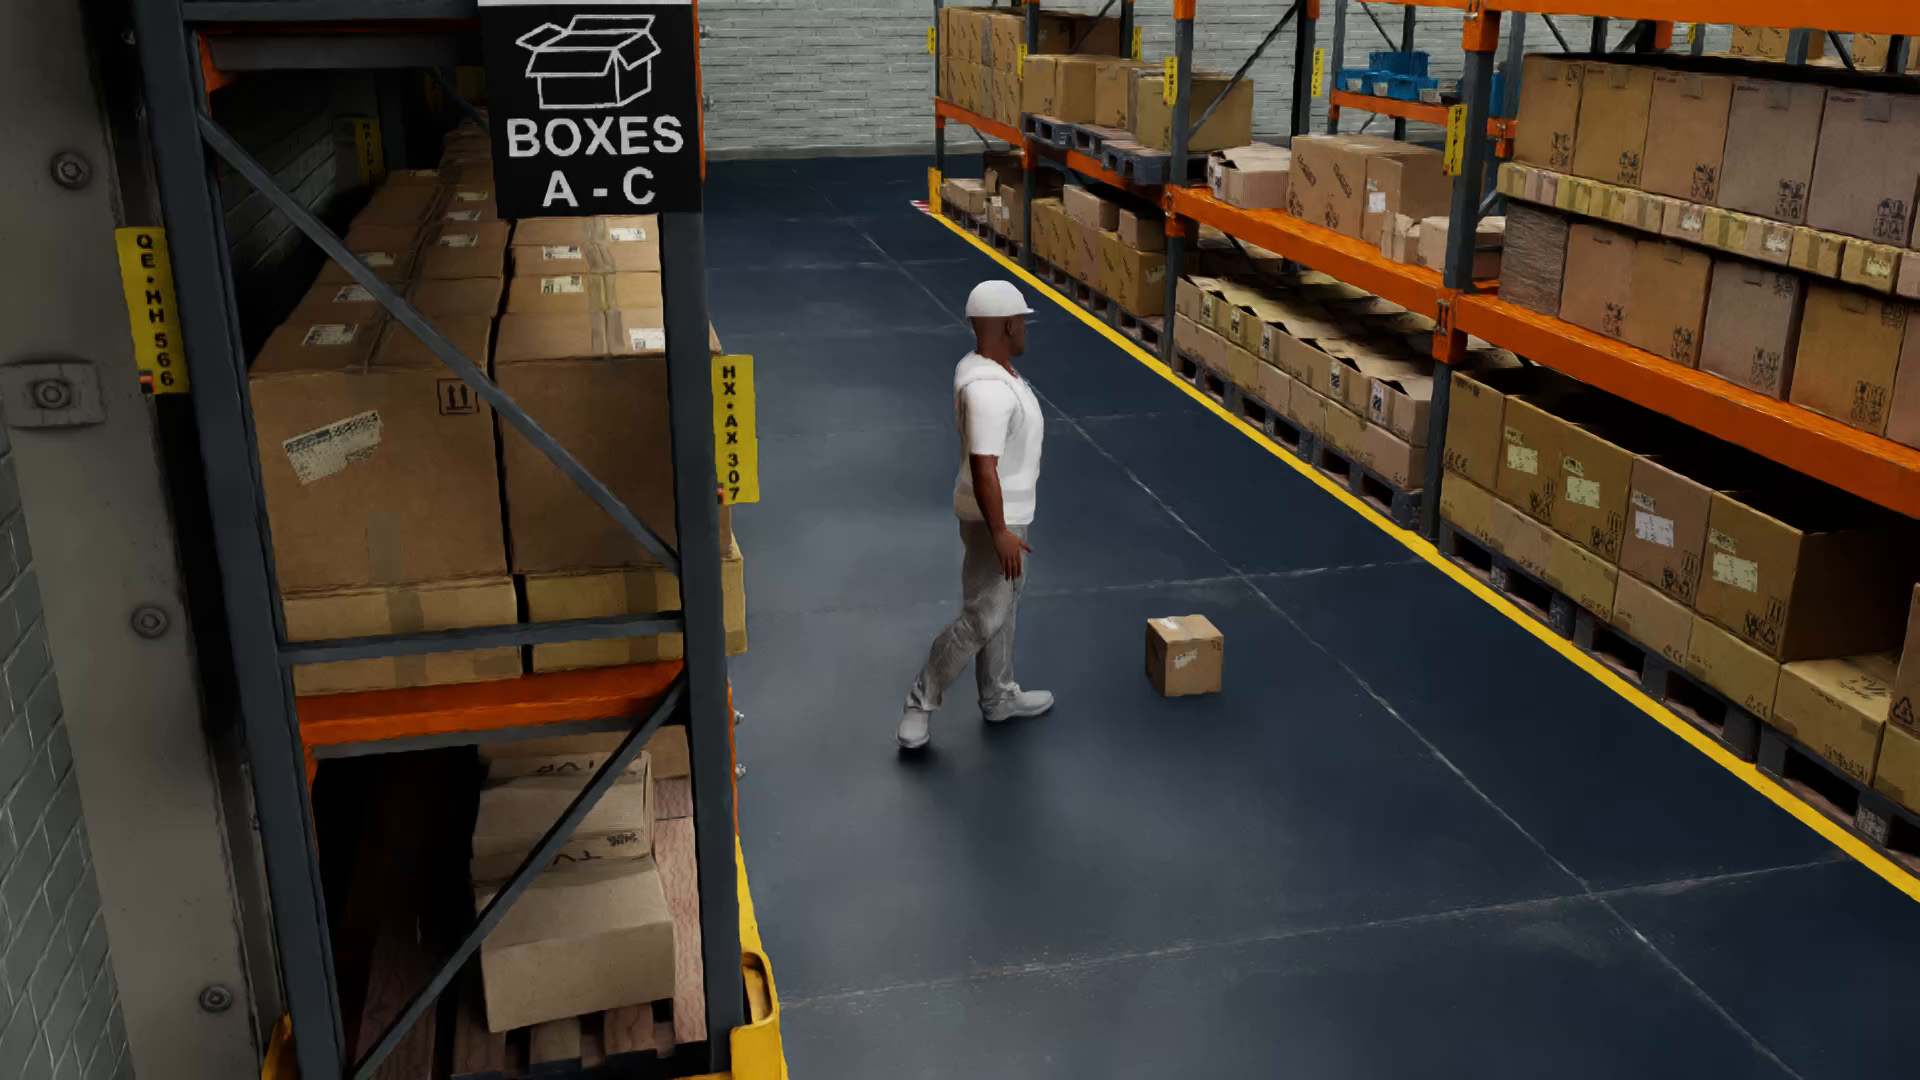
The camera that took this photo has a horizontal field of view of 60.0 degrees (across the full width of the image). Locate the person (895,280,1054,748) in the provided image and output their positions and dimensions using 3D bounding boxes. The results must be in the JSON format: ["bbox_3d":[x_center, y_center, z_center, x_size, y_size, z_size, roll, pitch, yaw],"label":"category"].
[{"bbox_3d":[0.069,-0.092,6.296,0.600,1.770,0.726,1,20,4],"label":"person"}]
